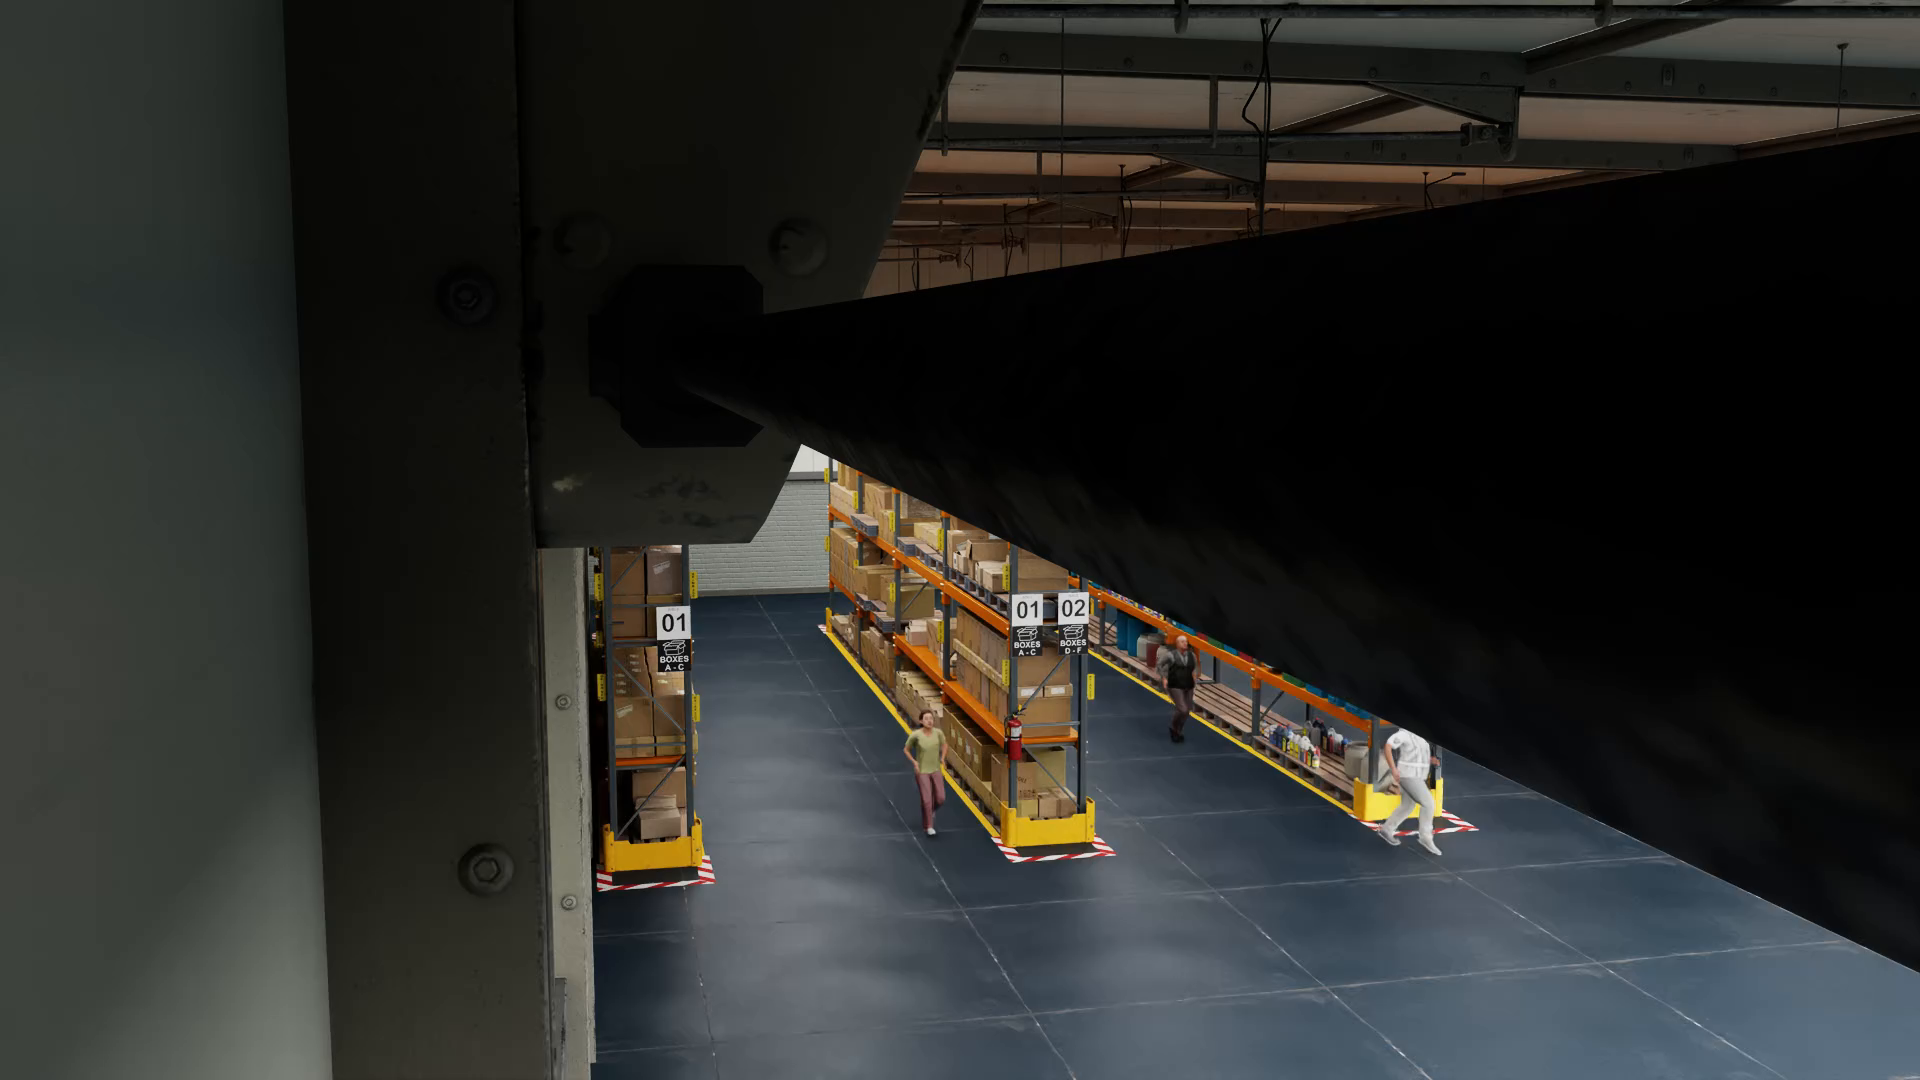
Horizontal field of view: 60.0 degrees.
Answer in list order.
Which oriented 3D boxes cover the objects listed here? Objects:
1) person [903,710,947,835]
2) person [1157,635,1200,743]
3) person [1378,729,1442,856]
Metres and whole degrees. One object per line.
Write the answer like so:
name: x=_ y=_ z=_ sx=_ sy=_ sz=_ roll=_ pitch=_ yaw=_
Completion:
person: x=-0.427 y=2.981 z=21.462 sx=0.595 sy=1.627 sz=0.541 roll=-2 pitch=7 yaw=-16
person: x=3.509 y=2.361 z=26.305 sx=0.633 sy=1.703 sz=0.683 roll=-3 pitch=7 yaw=-22
person: x=5.722 y=2.982 z=20.884 sx=0.799 sy=1.783 sz=0.663 roll=4 pitch=8 yaw=29
